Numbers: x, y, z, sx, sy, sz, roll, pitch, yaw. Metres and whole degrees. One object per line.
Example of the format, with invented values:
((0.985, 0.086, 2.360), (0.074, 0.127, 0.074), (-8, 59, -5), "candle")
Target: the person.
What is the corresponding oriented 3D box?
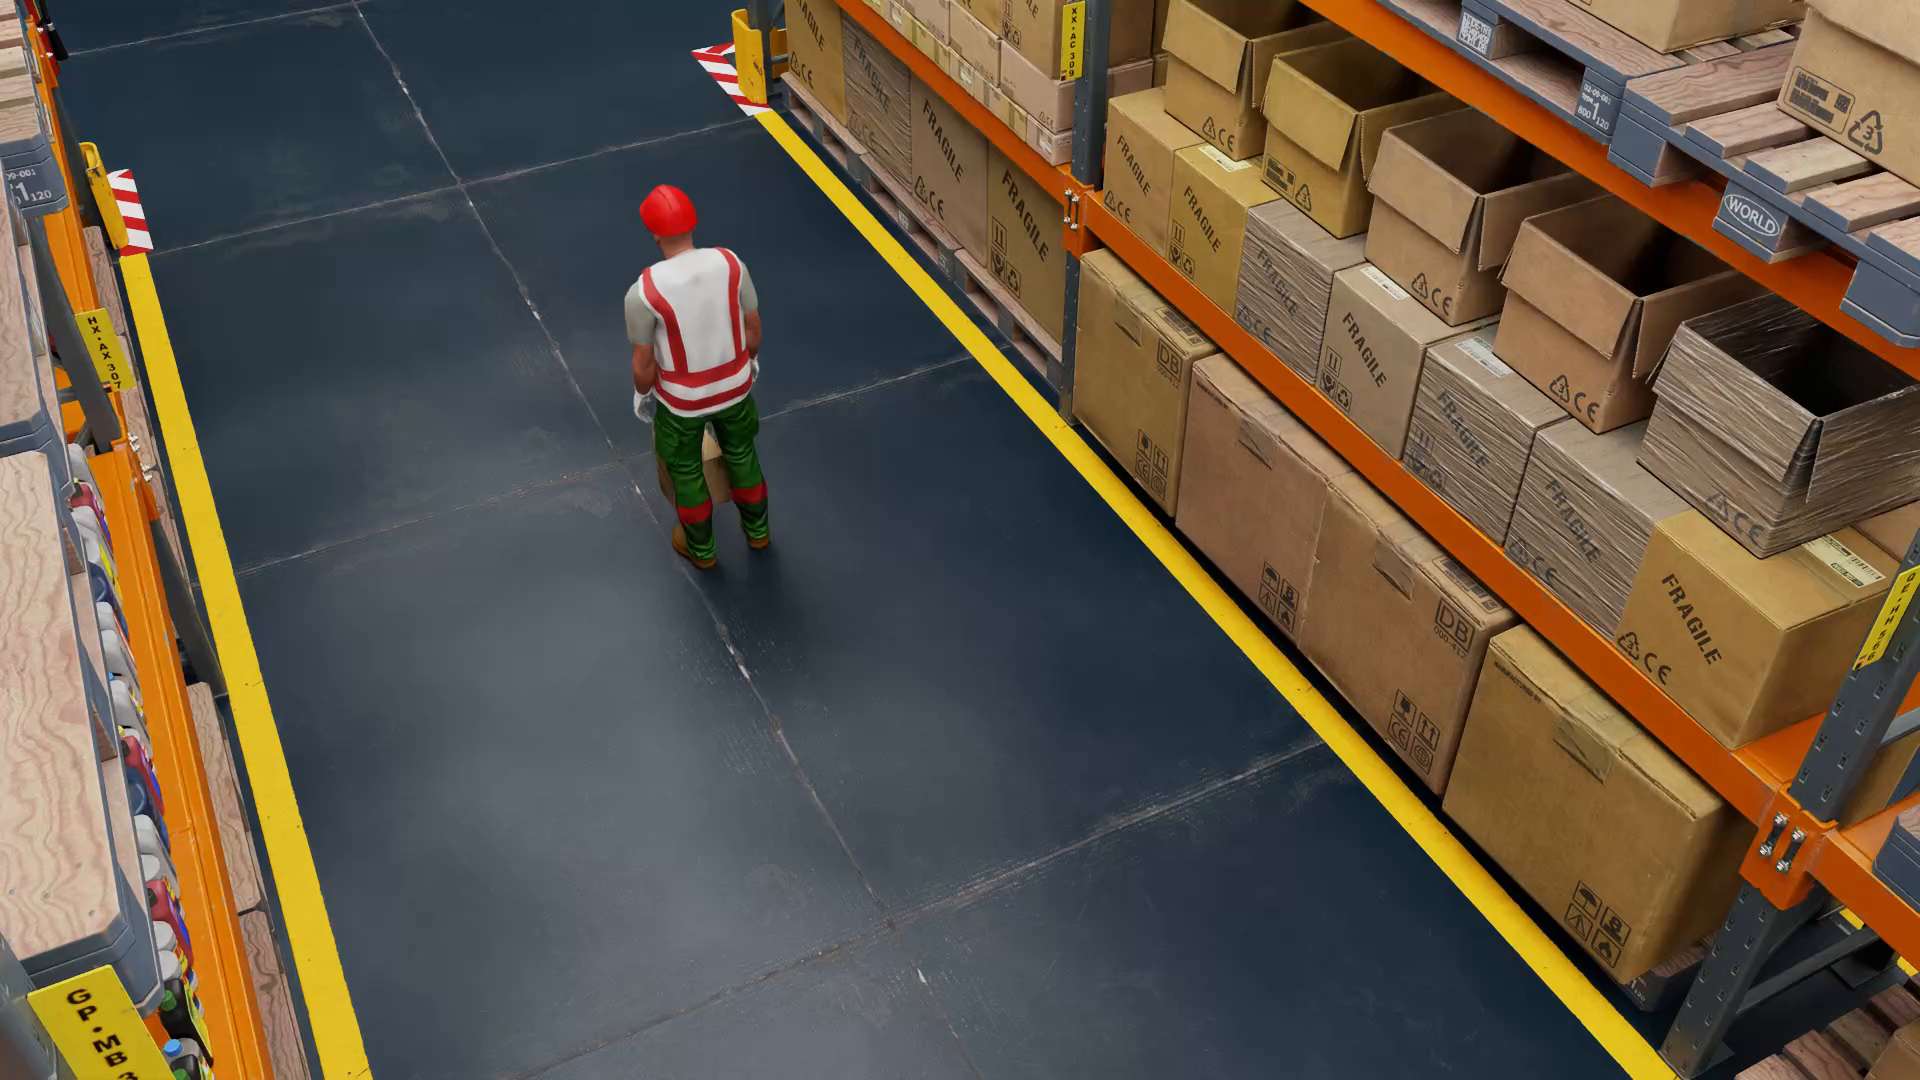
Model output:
((-1.076, -0.642, 6.886), (0.568, 1.781, 0.435), (-20, 45, -22), "person")
